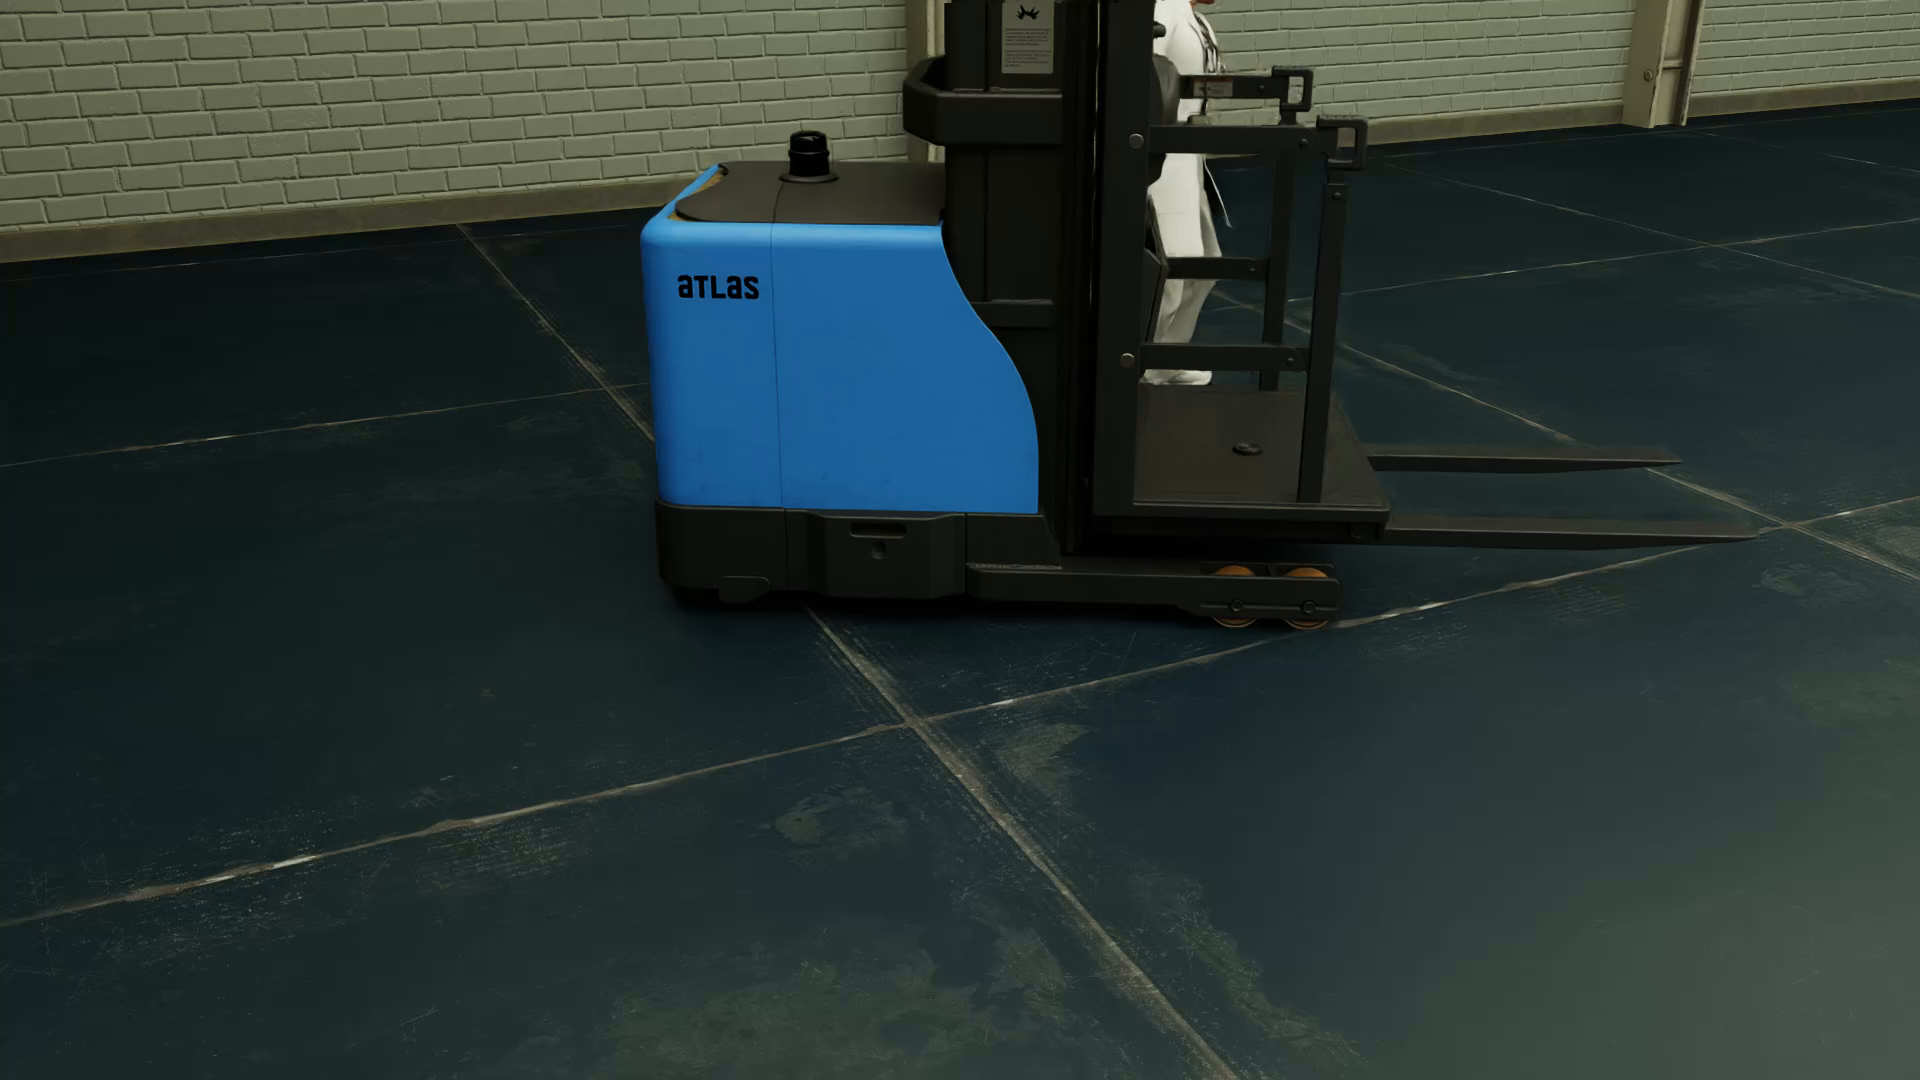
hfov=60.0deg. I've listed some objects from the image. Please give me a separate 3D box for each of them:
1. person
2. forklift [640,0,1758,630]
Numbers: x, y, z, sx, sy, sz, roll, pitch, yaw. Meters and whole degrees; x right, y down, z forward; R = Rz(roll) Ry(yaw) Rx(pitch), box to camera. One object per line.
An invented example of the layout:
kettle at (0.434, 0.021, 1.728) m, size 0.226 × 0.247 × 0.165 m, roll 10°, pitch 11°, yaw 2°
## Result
person at (0.689, -1.268, 5.957) m, size 0.509 × 1.750 × 0.911 m, roll 9°, pitch 24°, yaw 20°
forklift at (0.693, -1.320, 4.463) m, size 3.031 × 2.935 × 1.130 m, roll 1°, pitch 23°, yaw 3°
